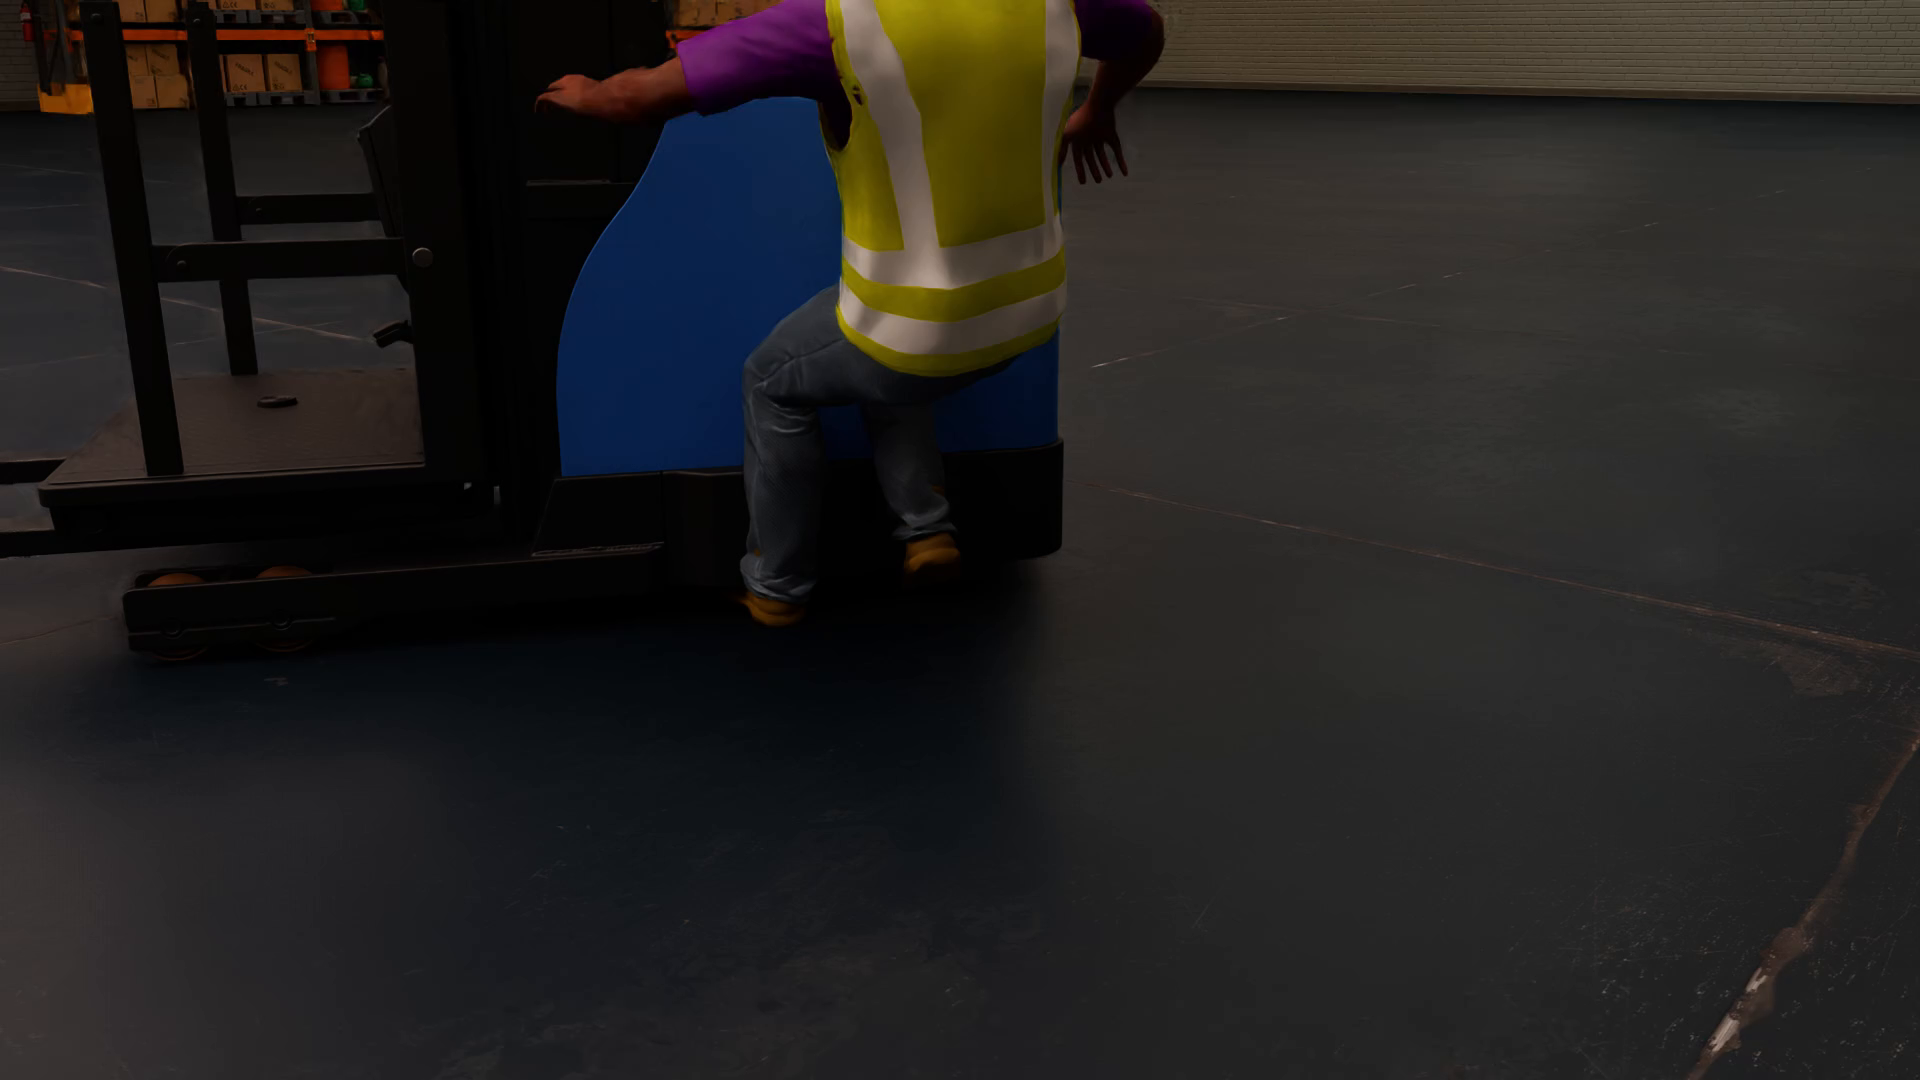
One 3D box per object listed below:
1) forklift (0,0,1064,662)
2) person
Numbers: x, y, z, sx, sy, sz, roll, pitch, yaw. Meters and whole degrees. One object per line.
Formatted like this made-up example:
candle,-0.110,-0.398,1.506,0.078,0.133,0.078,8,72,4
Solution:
forklift,-1.351,-1.339,3.308,3.031,2.935,1.130,-4,17,-14
person,-0.156,-0.543,3.118,1.108,1.532,0.876,-14,22,-39
